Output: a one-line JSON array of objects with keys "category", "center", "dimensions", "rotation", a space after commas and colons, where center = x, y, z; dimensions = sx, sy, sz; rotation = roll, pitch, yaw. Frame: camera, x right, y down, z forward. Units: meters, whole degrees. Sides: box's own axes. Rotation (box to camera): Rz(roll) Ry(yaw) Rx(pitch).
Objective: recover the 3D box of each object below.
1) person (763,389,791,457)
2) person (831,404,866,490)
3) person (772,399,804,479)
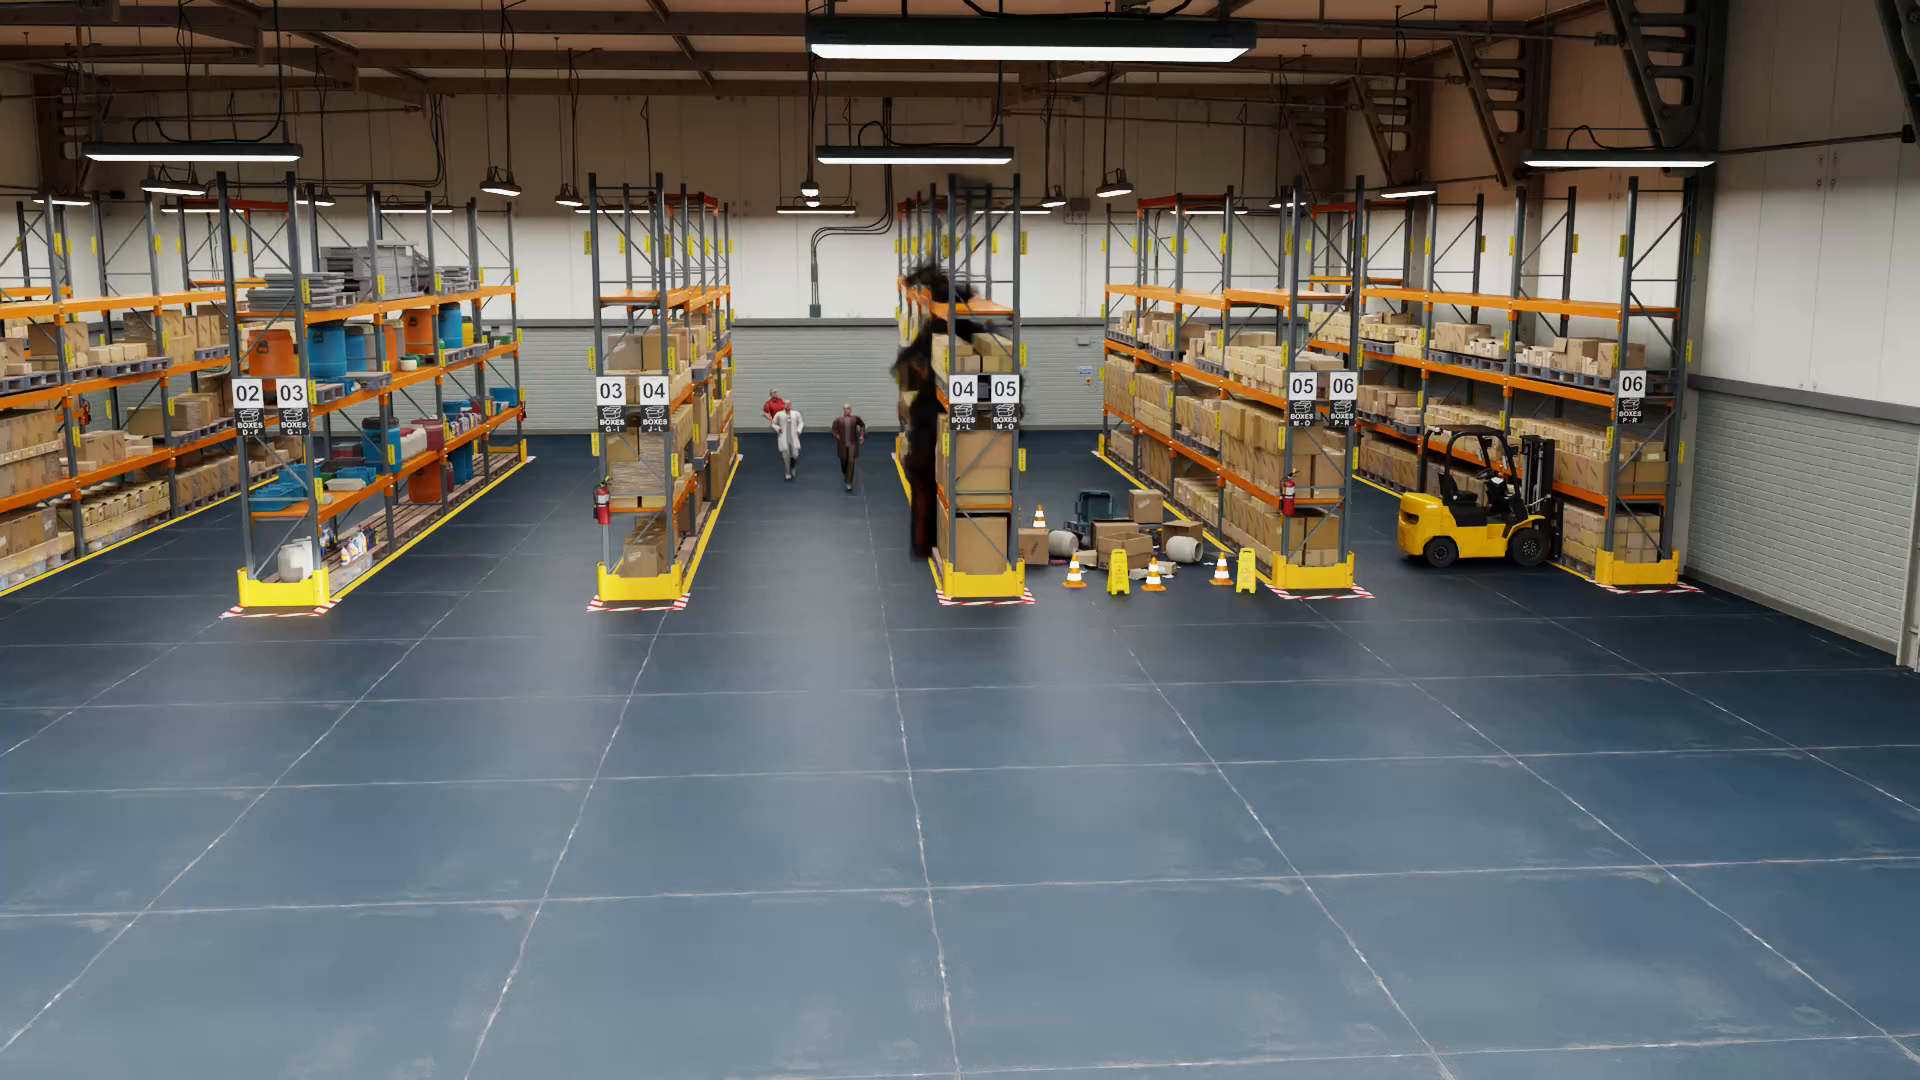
[{"category": "person", "center": [-4.315, -2.774, 39.661], "dimensions": [0.705, 1.643, 0.561], "rotation": [-8, 13, -39]}, {"category": "person", "center": [-2.340, -1.972, 34.807], "dimensions": [0.724, 1.756, 1.052], "rotation": [0, 10, -1]}, {"category": "person", "center": [-3.709, -2.175, 35.997], "dimensions": [0.703, 1.729, 0.637], "rotation": [-2, 10, -12]}]
